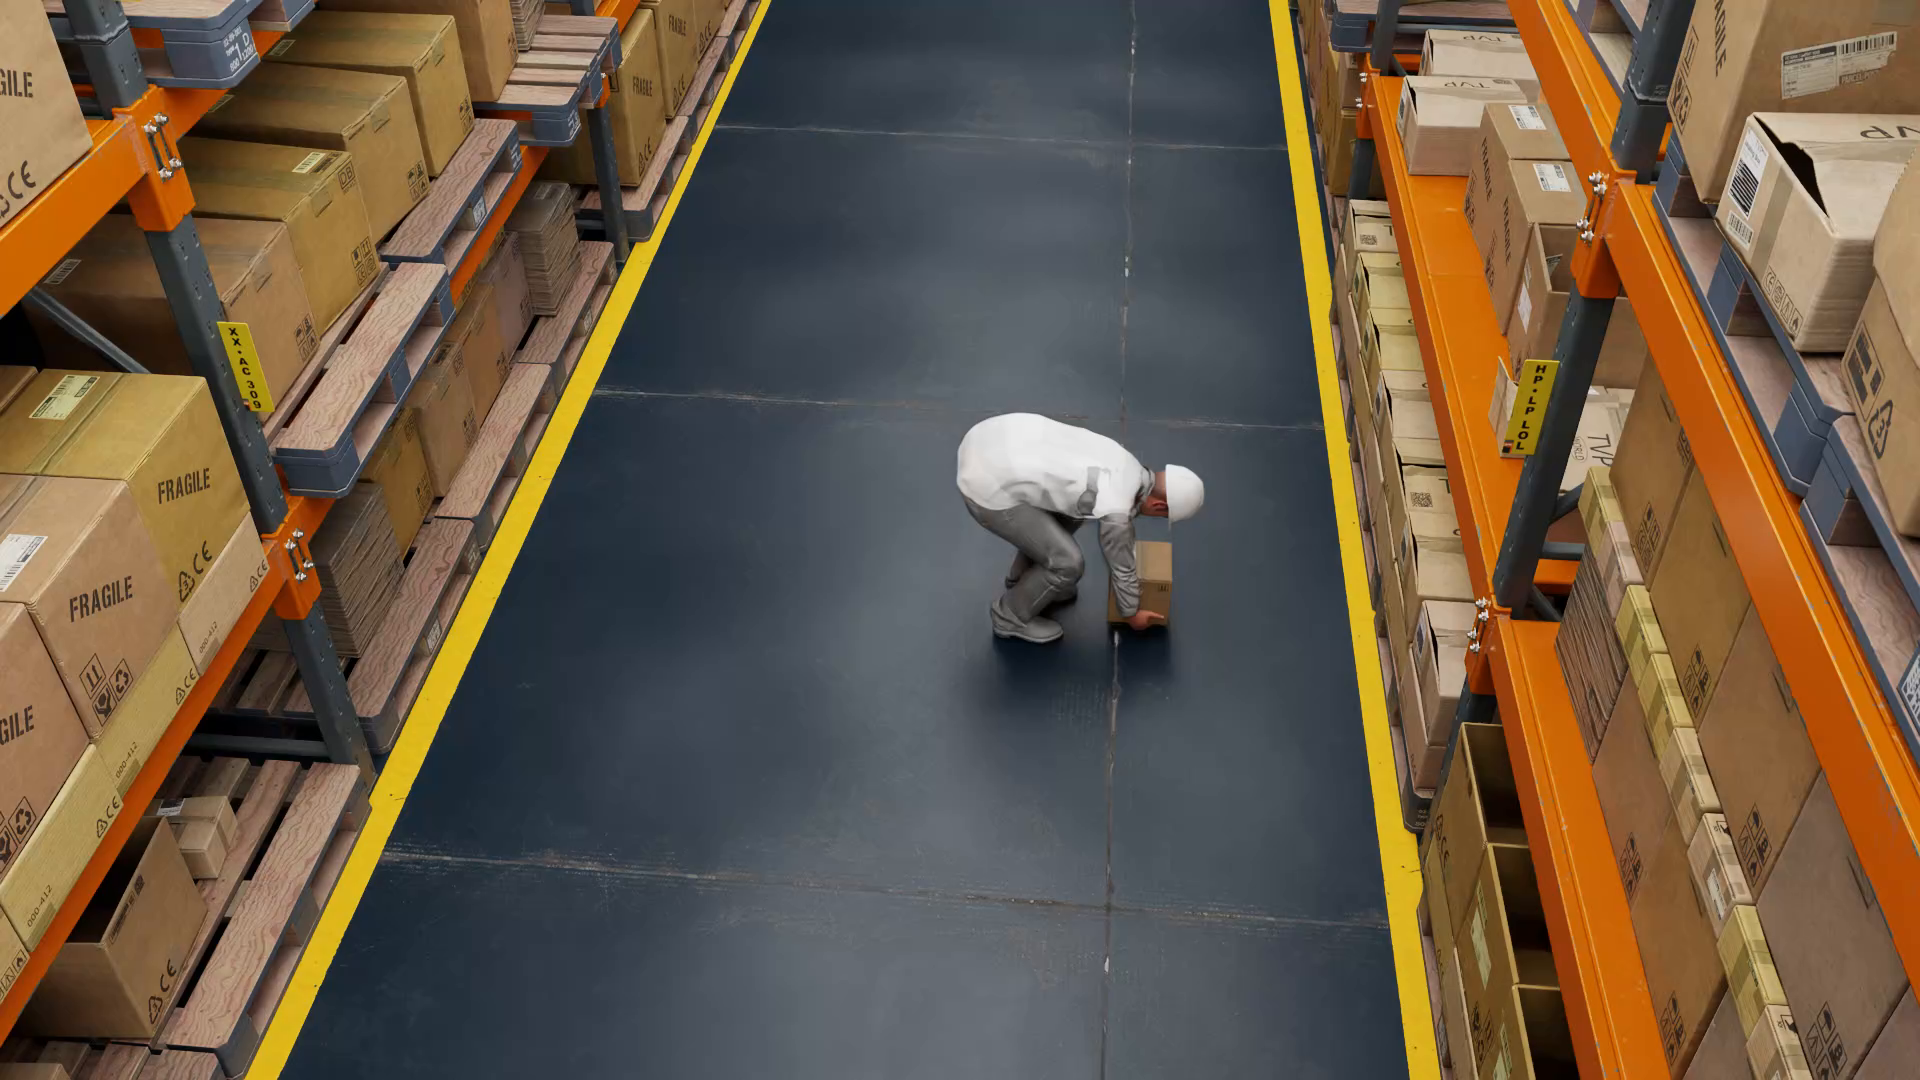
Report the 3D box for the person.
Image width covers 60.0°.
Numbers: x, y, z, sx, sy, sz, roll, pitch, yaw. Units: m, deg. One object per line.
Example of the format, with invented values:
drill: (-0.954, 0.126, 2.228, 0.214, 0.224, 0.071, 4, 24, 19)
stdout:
person: (0.486, -0.062, 6.822, 0.996, 0.988, 0.495, 1, 40, 2)
